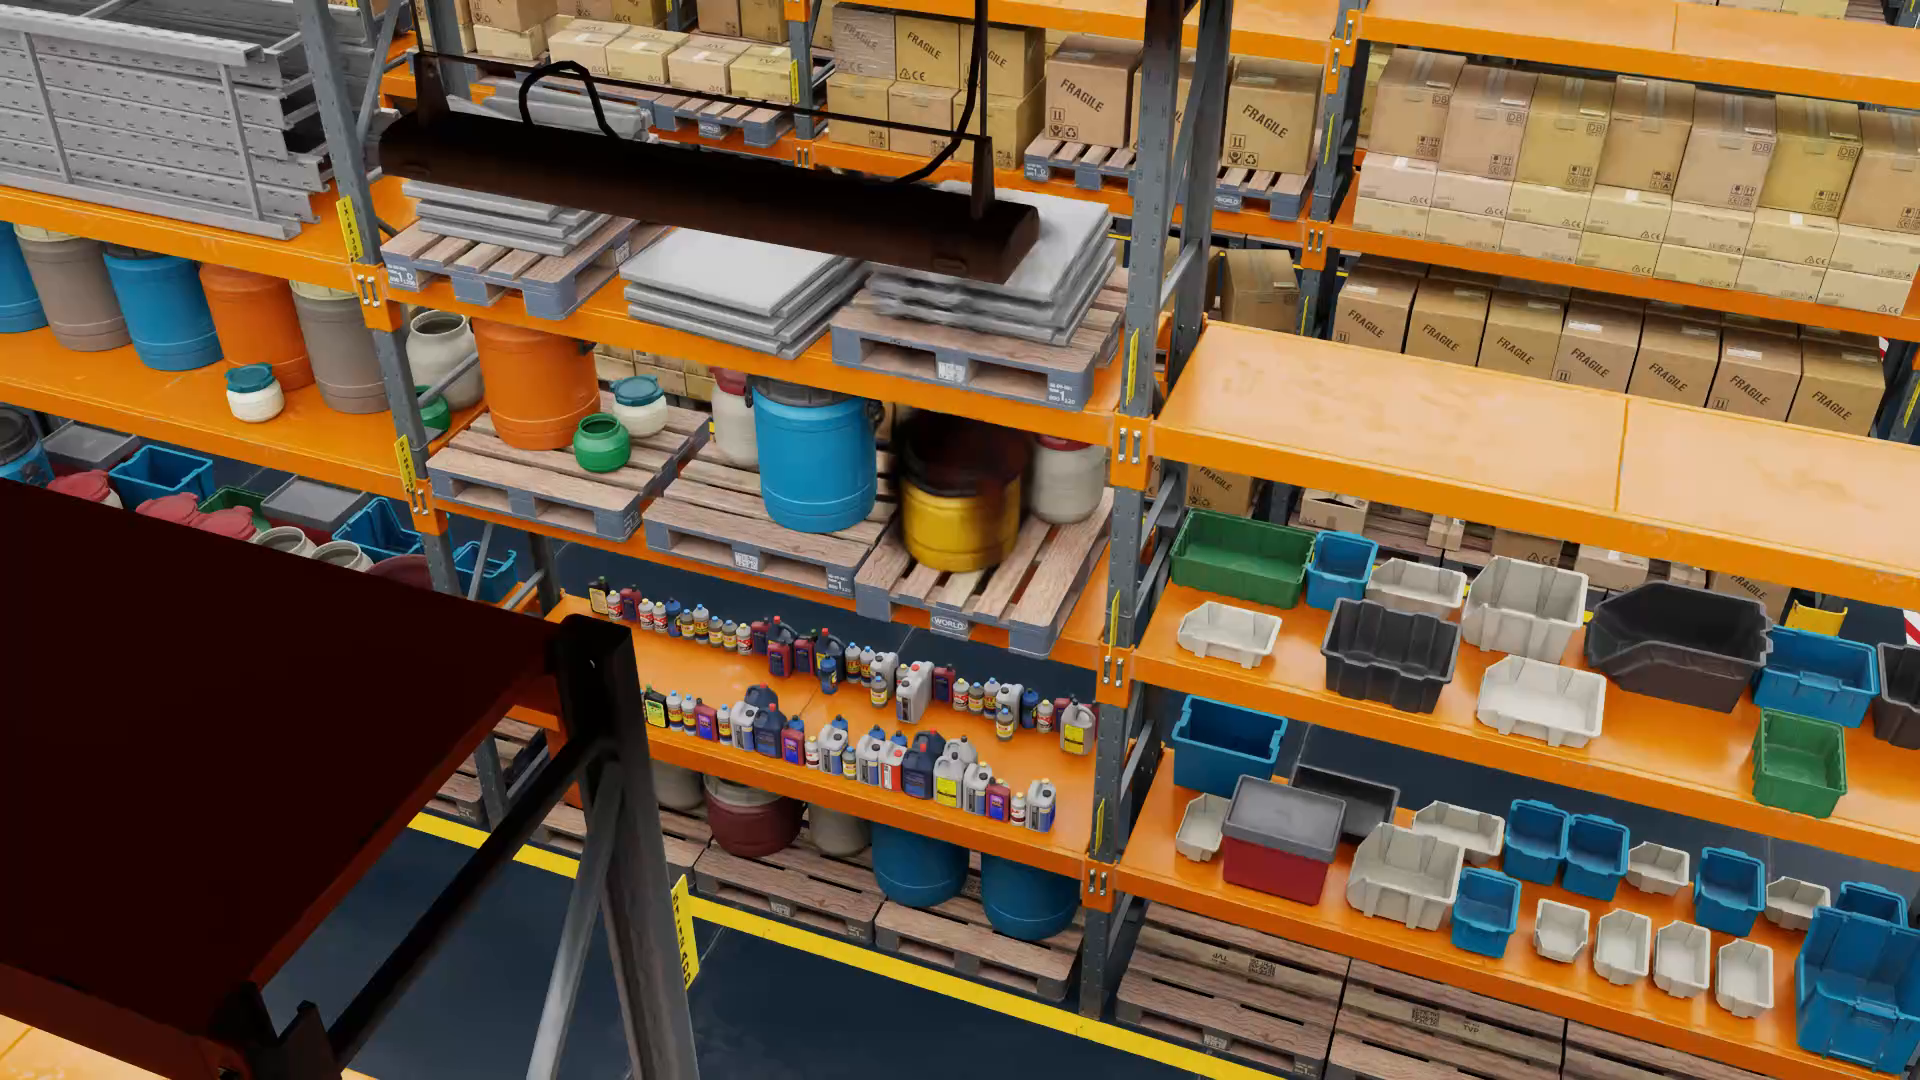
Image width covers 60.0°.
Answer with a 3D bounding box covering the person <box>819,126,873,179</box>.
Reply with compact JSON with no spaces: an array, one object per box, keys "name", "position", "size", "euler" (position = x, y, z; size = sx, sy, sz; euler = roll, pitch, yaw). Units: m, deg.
[{"name":"person","position":[-1.013,-3.319,16.428],"size":[0.983,1.734,0.714],"euler":[6,37,8]}]
